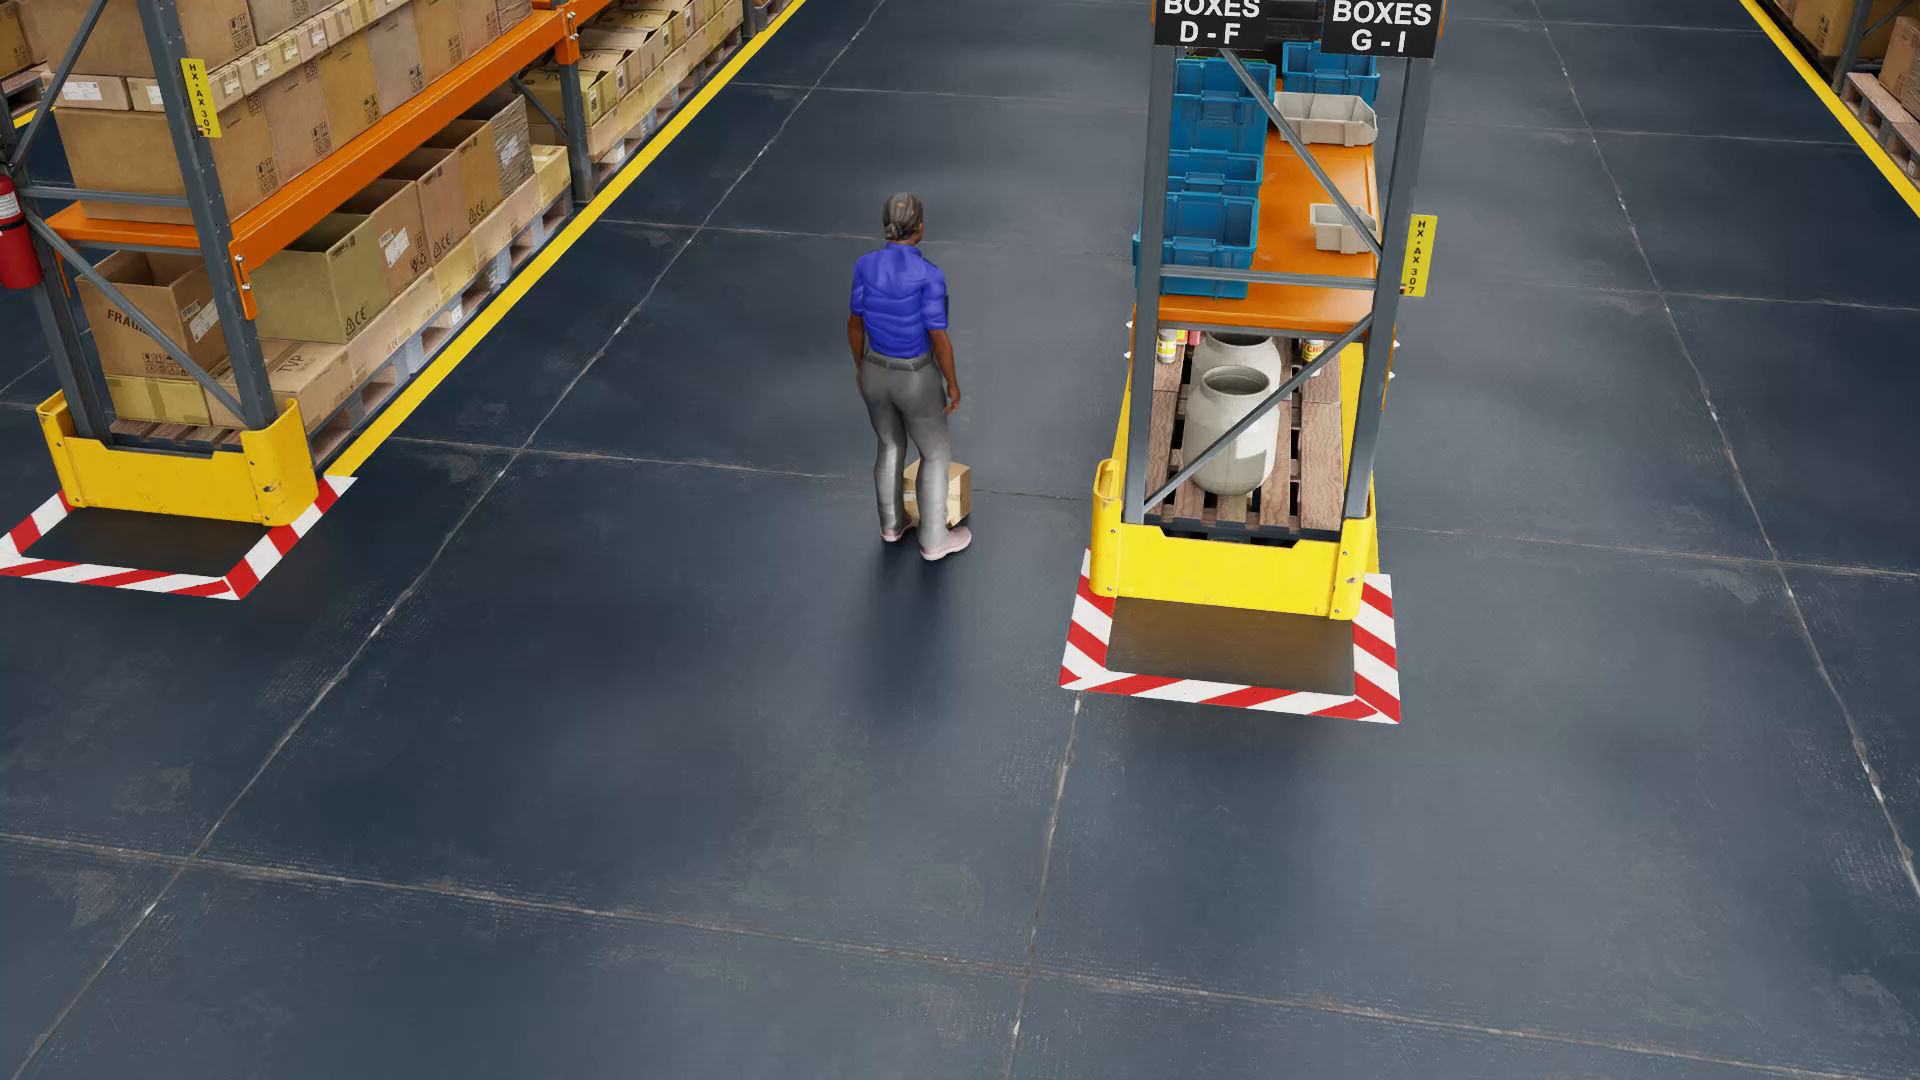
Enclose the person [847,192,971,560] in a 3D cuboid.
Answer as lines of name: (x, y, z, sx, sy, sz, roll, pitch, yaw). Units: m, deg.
person: (-0.223, -0.707, 7.249, 0.527, 1.655, 0.394, 16, 36, 23)
